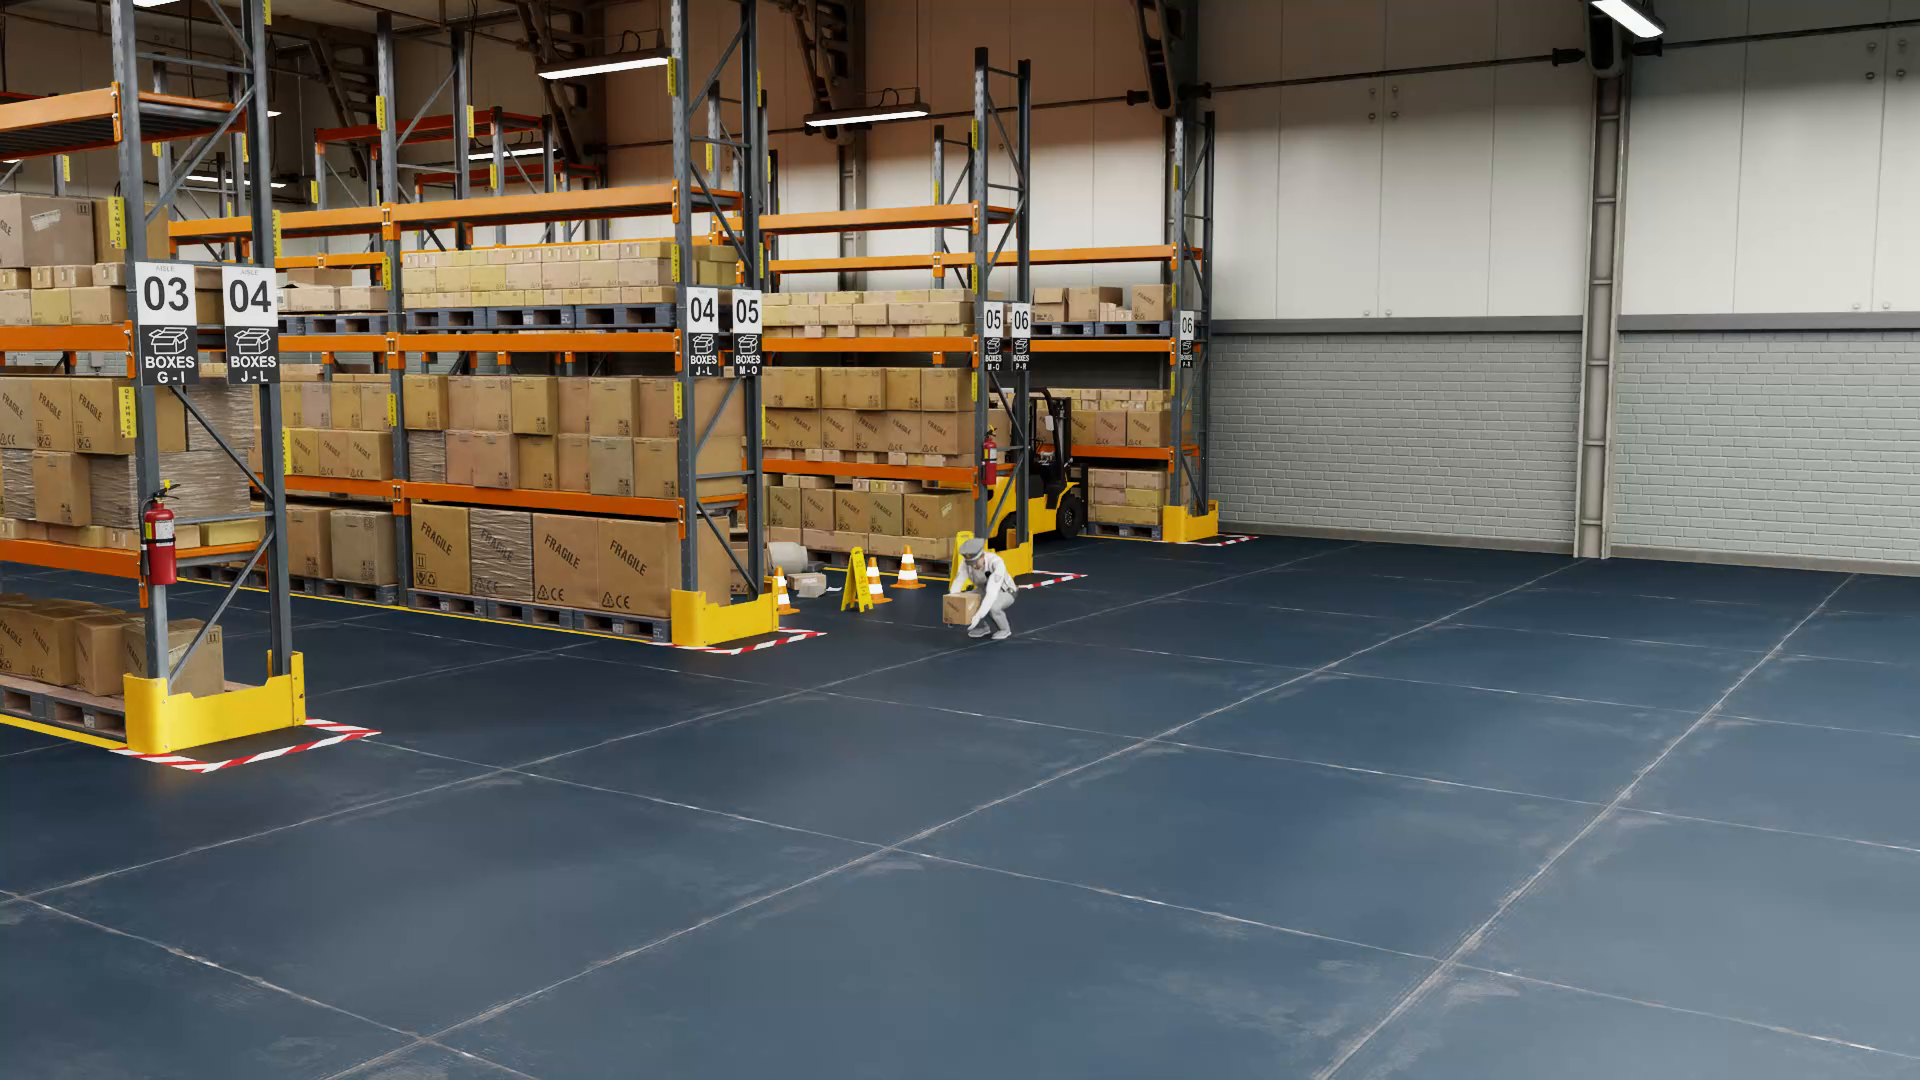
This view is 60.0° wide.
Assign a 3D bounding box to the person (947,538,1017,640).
[{"bbox_3d":[0.210,0.443,15.278,0.508,0.958,0.822,4,8,34],"label":"person"}]
